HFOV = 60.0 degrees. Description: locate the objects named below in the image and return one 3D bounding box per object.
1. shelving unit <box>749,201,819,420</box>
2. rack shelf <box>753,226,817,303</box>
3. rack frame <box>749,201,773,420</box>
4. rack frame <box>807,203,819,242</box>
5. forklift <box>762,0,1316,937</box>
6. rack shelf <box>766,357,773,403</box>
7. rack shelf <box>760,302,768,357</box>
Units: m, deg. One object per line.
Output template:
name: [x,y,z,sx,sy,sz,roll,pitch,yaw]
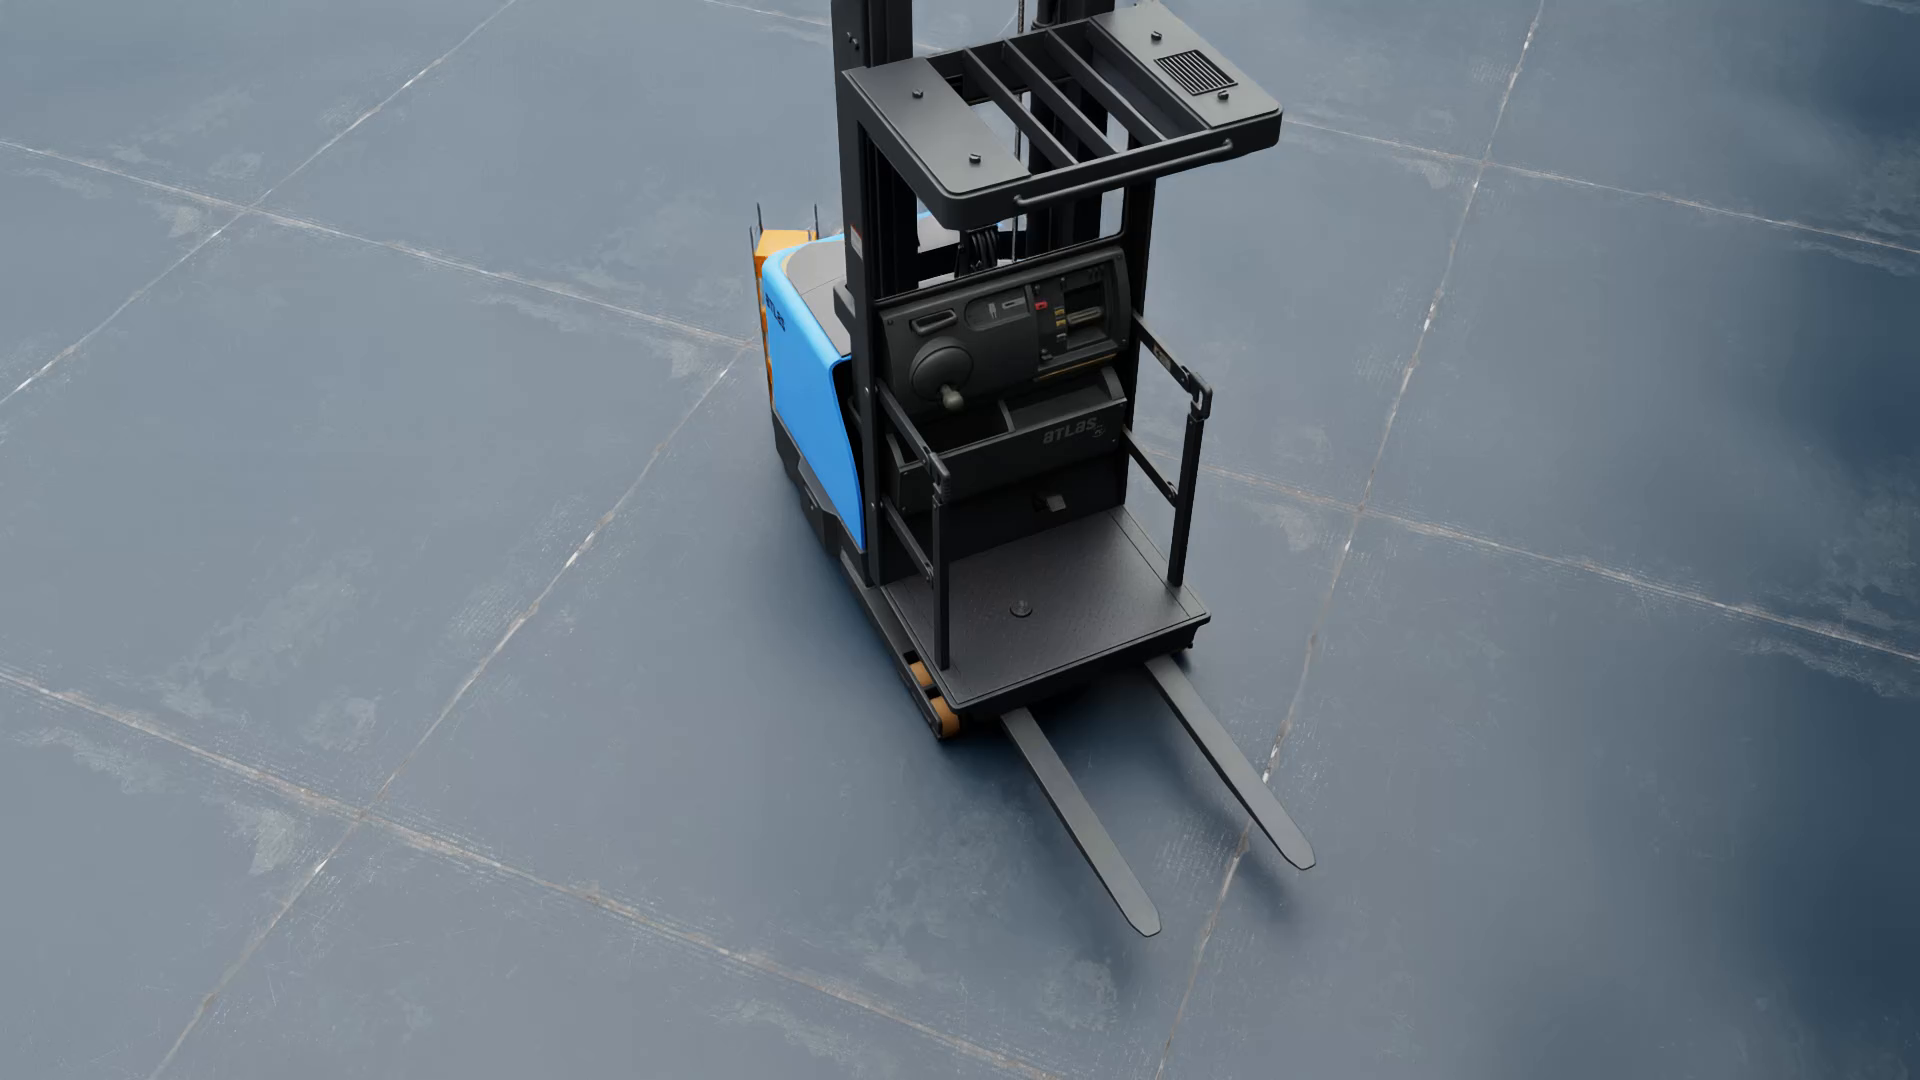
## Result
shelving unit: [-0.732,-0.978,7.319,0.252,1.050,0.215,3,43,4]
rack shelf: [-0.737,-1.177,7.132,0.240,0.259,0.215,3,43,4]
rack frame: [-0.853,-0.983,7.328,0.008,1.050,0.200,3,43,4]
rack frame: [-0.610,-0.972,7.309,0.008,1.050,0.200,3,43,4]
forklift: [0.267,-0.641,5.656,1.130,2.935,3.031,-18,48,-18]
rack shelf: [-0.727,-0.767,7.516,0.240,0.259,0.215,3,43,4]
rack shelf: [-0.732,-0.970,7.326,0.240,0.259,0.215,3,43,4]
